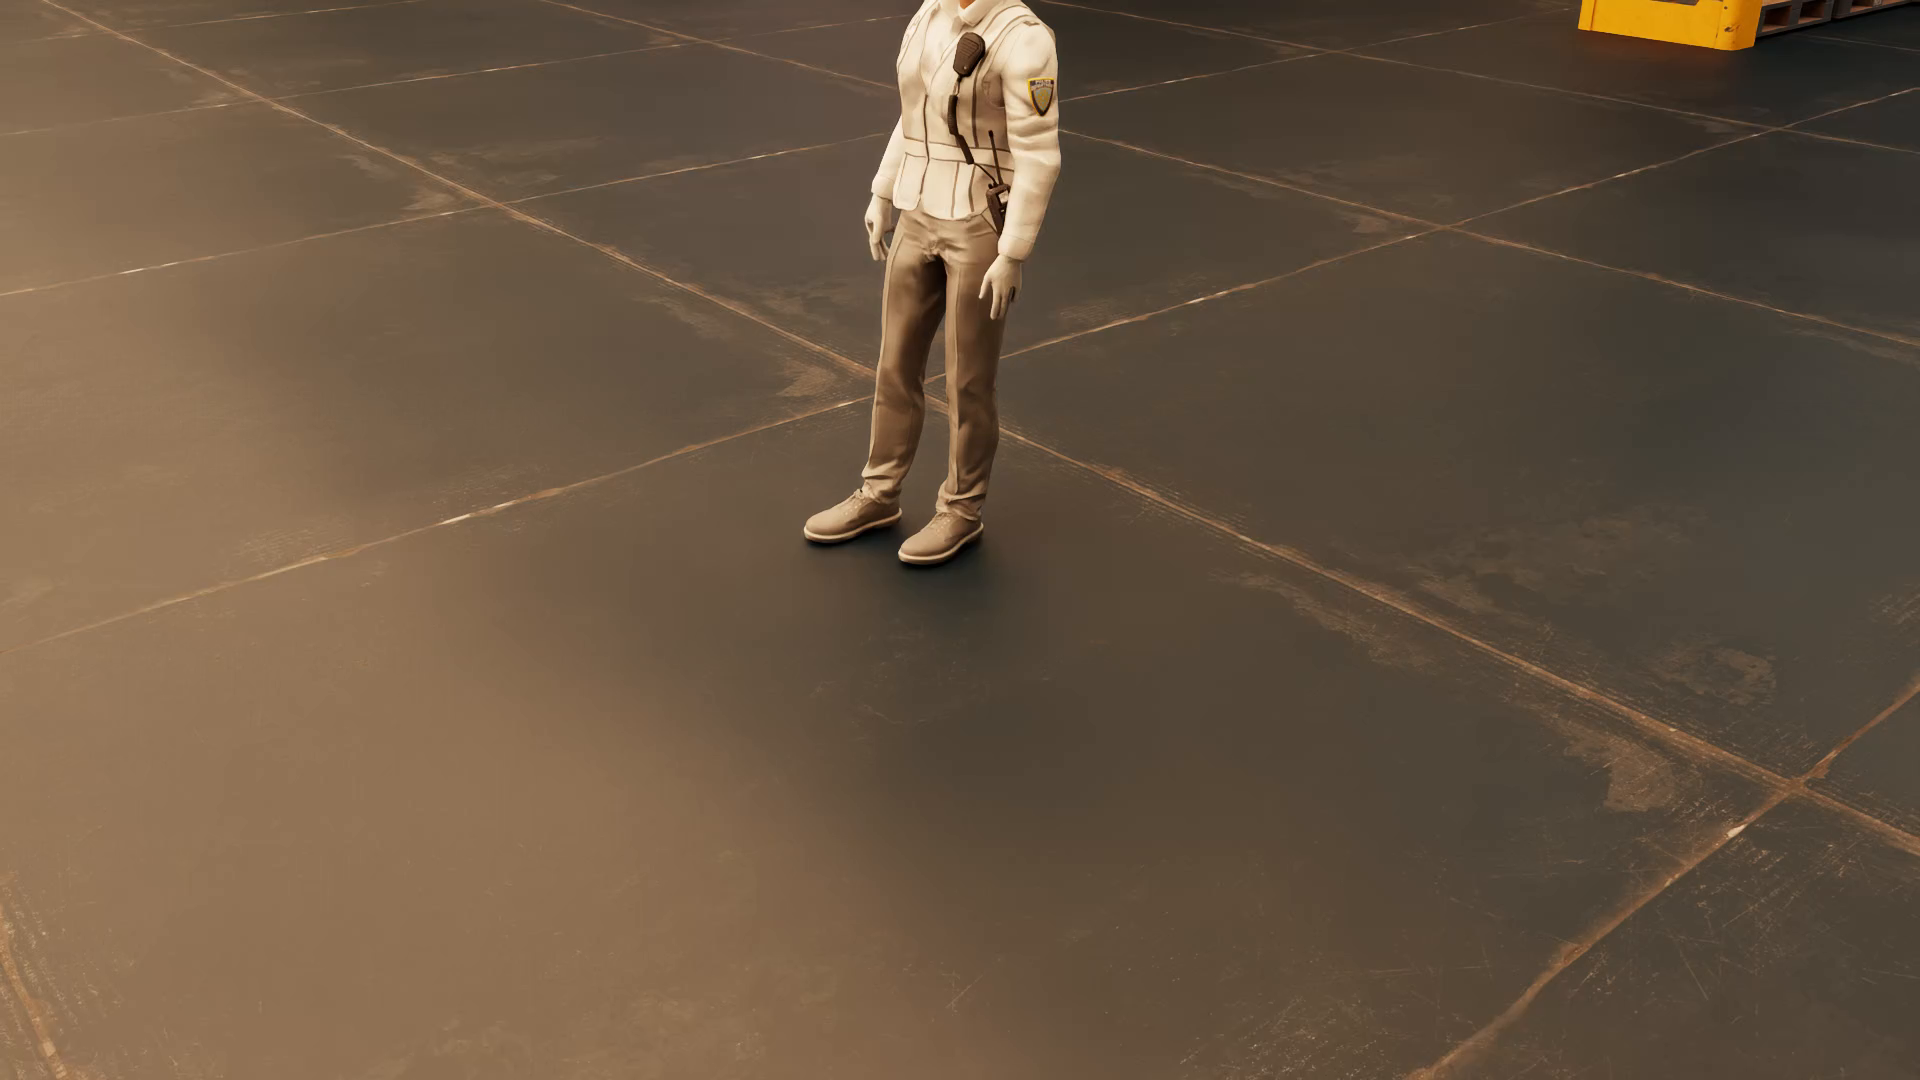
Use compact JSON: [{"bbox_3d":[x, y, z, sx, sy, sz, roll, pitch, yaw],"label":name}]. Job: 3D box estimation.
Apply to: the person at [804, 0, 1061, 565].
[{"bbox_3d":[-0.057,-0.748,4.086,0.530,1.694,0.586,-20,33,-35],"label":"person"}]
